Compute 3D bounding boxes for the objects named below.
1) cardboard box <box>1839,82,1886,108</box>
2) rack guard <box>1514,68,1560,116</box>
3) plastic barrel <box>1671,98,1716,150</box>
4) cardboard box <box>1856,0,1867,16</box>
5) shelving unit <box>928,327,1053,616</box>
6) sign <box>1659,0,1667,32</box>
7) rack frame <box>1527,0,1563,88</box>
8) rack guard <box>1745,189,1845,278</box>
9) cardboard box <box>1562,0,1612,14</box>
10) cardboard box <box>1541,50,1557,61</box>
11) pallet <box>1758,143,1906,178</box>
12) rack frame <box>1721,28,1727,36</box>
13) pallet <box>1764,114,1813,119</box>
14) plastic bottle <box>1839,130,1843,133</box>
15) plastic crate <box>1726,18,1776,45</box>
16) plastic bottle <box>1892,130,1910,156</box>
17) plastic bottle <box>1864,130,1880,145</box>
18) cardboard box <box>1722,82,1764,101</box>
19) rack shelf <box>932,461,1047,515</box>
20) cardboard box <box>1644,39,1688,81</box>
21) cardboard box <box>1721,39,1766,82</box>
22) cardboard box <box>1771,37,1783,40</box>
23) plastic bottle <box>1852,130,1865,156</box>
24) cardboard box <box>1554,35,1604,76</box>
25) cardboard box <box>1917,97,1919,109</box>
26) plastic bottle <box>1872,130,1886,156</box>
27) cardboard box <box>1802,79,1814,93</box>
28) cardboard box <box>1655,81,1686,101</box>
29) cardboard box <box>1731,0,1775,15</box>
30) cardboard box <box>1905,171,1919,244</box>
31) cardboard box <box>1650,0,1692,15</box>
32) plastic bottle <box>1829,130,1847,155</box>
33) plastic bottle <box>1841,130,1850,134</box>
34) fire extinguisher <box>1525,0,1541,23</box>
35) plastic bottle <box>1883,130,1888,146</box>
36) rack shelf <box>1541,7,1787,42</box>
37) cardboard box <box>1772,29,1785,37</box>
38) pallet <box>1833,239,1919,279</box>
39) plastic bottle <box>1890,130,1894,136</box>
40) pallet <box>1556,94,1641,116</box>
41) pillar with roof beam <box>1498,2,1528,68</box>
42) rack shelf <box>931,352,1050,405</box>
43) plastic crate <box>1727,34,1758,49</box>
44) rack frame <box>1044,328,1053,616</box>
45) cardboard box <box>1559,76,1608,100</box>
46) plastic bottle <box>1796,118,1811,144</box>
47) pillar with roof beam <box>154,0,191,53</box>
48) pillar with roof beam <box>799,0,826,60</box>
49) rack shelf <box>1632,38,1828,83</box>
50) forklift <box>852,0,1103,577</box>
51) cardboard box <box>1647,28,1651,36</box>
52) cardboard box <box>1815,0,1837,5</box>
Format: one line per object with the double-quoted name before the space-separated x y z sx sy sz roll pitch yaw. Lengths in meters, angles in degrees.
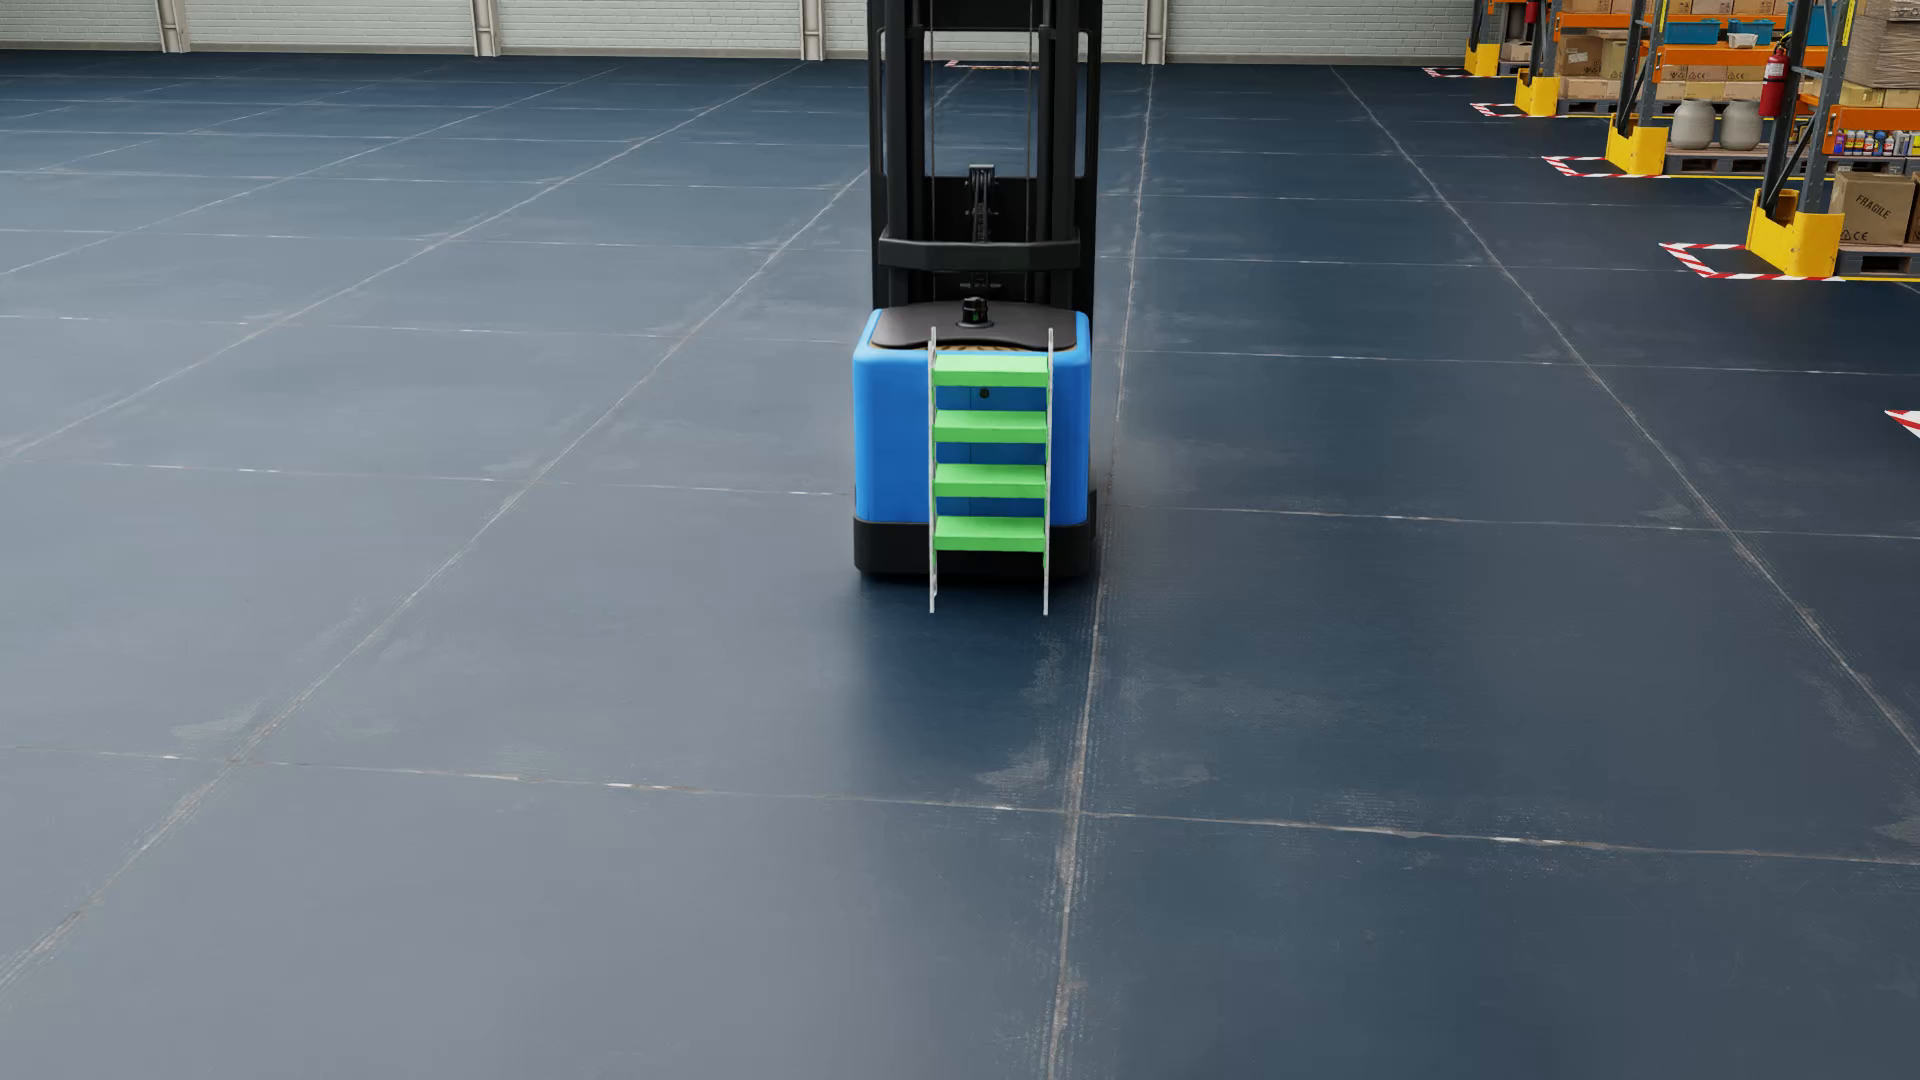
"cardboard box" 7.026 -3.483 13.012 0.250 0.149 0.380 2 22 6
"rack guard" 7.917 -6.155 22.828 0.348 0.500 1.175 2 22 6
"plastic barrel" 8.017 -4.546 18.170 0.421 0.512 0.421 0 22 0
"cardboard box" 7.347 -4.416 13.129 0.500 0.500 0.500 2 22 6
"shelving unit" 0.128 -0.281 7.018 0.503 1.200 0.258 1 22 2
"sign" 7.285 -5.436 17.233 0.005 0.325 0.100 2 22 6
"rack frame" 7.941 -7.316 22.366 0.127 3.000 1.000 2 22 6
"rack guard" 6.847 -2.534 13.669 0.348 0.500 1.175 2 22 6
"cardboard box" 8.403 -7.338 22.284 0.500 0.500 0.700 3 22 6
"cardboard box" 9.763 -7.992 27.133 0.500 0.311 0.500 4 22 11
"pallet" 9.449 -4.134 18.110 1.213 0.211 1.003 2 22 6
"rack frame" 12.492 -8.952 26.503 0.127 3.000 1.000 2 22 6
"pallet" 11.128 -5.896 22.566 1.213 0.211 1.003 2 22 6
"plastic bottle" 9.618 -4.418 18.244 0.097 0.201 0.097 0 22 0
"plastic crate" 8.531 -5.496 17.964 0.408 0.251 0.499 2 22 6
"plastic bottle" 9.981 -4.226 17.656 0.135 0.276 0.152 3 22 7
"plastic bottle" 9.972 -4.431 18.173 0.135 0.276 0.152 2 22 6
"cardboard box" 10.433 -6.041 22.310 0.500 0.250 0.500 2 22 6
"rack shelf" 0.128 -0.221 7.041 0.480 0.148 0.258 1 22 2
"cardboard box" 9.442 -6.439 22.296 0.500 0.500 0.500 2 22 6
"cardboard box" 10.435 -6.395 22.184 0.500 0.500 0.500 2 22 6
"cardboard box" 10.992 -6.562 22.606 0.500 0.500 0.500 2 22 6
"plastic bottle" 9.558 -4.232 17.678 0.097 0.271 0.097 0 22 0
"cardboard box" 8.508 -6.667 22.872 0.500 0.500 0.500 2 22 6
"cardboard box" 7.519 -3.449 12.926 0.250 0.149 0.380 2 22 6
"plastic bottle" 9.759 -4.223 17.655 0.097 0.271 0.097 0 22 0
"cardboard box" 11.427 -6.000 22.205 0.500 0.250 0.500 2 22 6
"cardboard box" 9.441 -6.086 22.423 0.500 0.250 0.500 2 22 6
"cardboard box" 10.449 -7.250 22.062 0.500 0.500 0.700 3 22 7
"cardboard box" 7.987 -2.686 13.482 0.500 0.500 0.500 8 23 20
"cardboard box" 9.417 -7.293 22.172 0.500 0.500 0.700 3 22 7
"plastic bottle" 9.341 -4.241 17.682 0.133 0.283 0.061 3 22 7
"plastic bottle" 9.779 -4.528 18.319 0.185 0.351 0.144 3 22 9
"fire extinguisher" 7.878 -7.455 22.822 0.183 0.674 0.296 2 22 6
"plastic bottle" 10.227 -4.493 18.321 0.133 0.283 0.061 3 22 9
"rack shelf" 9.927 -6.895 22.279 4.000 0.370 1.077 2 22 6
"cardboard box" 13.225 -7.968 26.816 0.500 0.500 0.700 3 22 8
"pallet" 7.649 -2.351 13.600 1.213 0.211 1.003 2 22 6
"plastic bottle" 9.993 -4.268 17.753 0.133 0.283 0.061 2 22 6
"pallet" 8.705 -6.002 22.833 1.213 0.211 1.003 2 22 6
"pillar with roof beam" 8.810 -10.629 22.584 0.400 9.000 9.100 2 22 6
"rack shelf" 0.128 -0.668 6.865 0.480 0.148 0.258 1 22 2
"plastic crate" 8.205 -5.229 17.445 0.250 0.136 0.298 2 22 6
"rack frame" 0.372 -0.277 7.007 0.015 1.200 0.240 1 22 2
"cardboard box" 8.447 -6.128 22.530 0.500 0.250 0.500 2 22 6
"plastic bottle" 9.348 -4.531 18.418 0.133 0.283 0.061 3 22 8
"pillar with roof beam" -15.023 -11.667 25.211 0.400 9.000 9.100 2 22 6
"pillar with roof beam" -3.106 -11.148 23.898 0.400 9.000 9.100 2 22 6
"rack shelf" 9.340 -5.087 17.705 4.000 0.370 1.077 2 22 6
"forklift" 0.127 -1.697 8.245 1.130 2.935 3.031 1 22 3
"cardboard box" 11.457 -8.024 26.958 0.500 0.500 0.500 1 22 2
"cardboard box" 11.472 -7.206 21.952 0.500 0.500 0.700 2 22 5
